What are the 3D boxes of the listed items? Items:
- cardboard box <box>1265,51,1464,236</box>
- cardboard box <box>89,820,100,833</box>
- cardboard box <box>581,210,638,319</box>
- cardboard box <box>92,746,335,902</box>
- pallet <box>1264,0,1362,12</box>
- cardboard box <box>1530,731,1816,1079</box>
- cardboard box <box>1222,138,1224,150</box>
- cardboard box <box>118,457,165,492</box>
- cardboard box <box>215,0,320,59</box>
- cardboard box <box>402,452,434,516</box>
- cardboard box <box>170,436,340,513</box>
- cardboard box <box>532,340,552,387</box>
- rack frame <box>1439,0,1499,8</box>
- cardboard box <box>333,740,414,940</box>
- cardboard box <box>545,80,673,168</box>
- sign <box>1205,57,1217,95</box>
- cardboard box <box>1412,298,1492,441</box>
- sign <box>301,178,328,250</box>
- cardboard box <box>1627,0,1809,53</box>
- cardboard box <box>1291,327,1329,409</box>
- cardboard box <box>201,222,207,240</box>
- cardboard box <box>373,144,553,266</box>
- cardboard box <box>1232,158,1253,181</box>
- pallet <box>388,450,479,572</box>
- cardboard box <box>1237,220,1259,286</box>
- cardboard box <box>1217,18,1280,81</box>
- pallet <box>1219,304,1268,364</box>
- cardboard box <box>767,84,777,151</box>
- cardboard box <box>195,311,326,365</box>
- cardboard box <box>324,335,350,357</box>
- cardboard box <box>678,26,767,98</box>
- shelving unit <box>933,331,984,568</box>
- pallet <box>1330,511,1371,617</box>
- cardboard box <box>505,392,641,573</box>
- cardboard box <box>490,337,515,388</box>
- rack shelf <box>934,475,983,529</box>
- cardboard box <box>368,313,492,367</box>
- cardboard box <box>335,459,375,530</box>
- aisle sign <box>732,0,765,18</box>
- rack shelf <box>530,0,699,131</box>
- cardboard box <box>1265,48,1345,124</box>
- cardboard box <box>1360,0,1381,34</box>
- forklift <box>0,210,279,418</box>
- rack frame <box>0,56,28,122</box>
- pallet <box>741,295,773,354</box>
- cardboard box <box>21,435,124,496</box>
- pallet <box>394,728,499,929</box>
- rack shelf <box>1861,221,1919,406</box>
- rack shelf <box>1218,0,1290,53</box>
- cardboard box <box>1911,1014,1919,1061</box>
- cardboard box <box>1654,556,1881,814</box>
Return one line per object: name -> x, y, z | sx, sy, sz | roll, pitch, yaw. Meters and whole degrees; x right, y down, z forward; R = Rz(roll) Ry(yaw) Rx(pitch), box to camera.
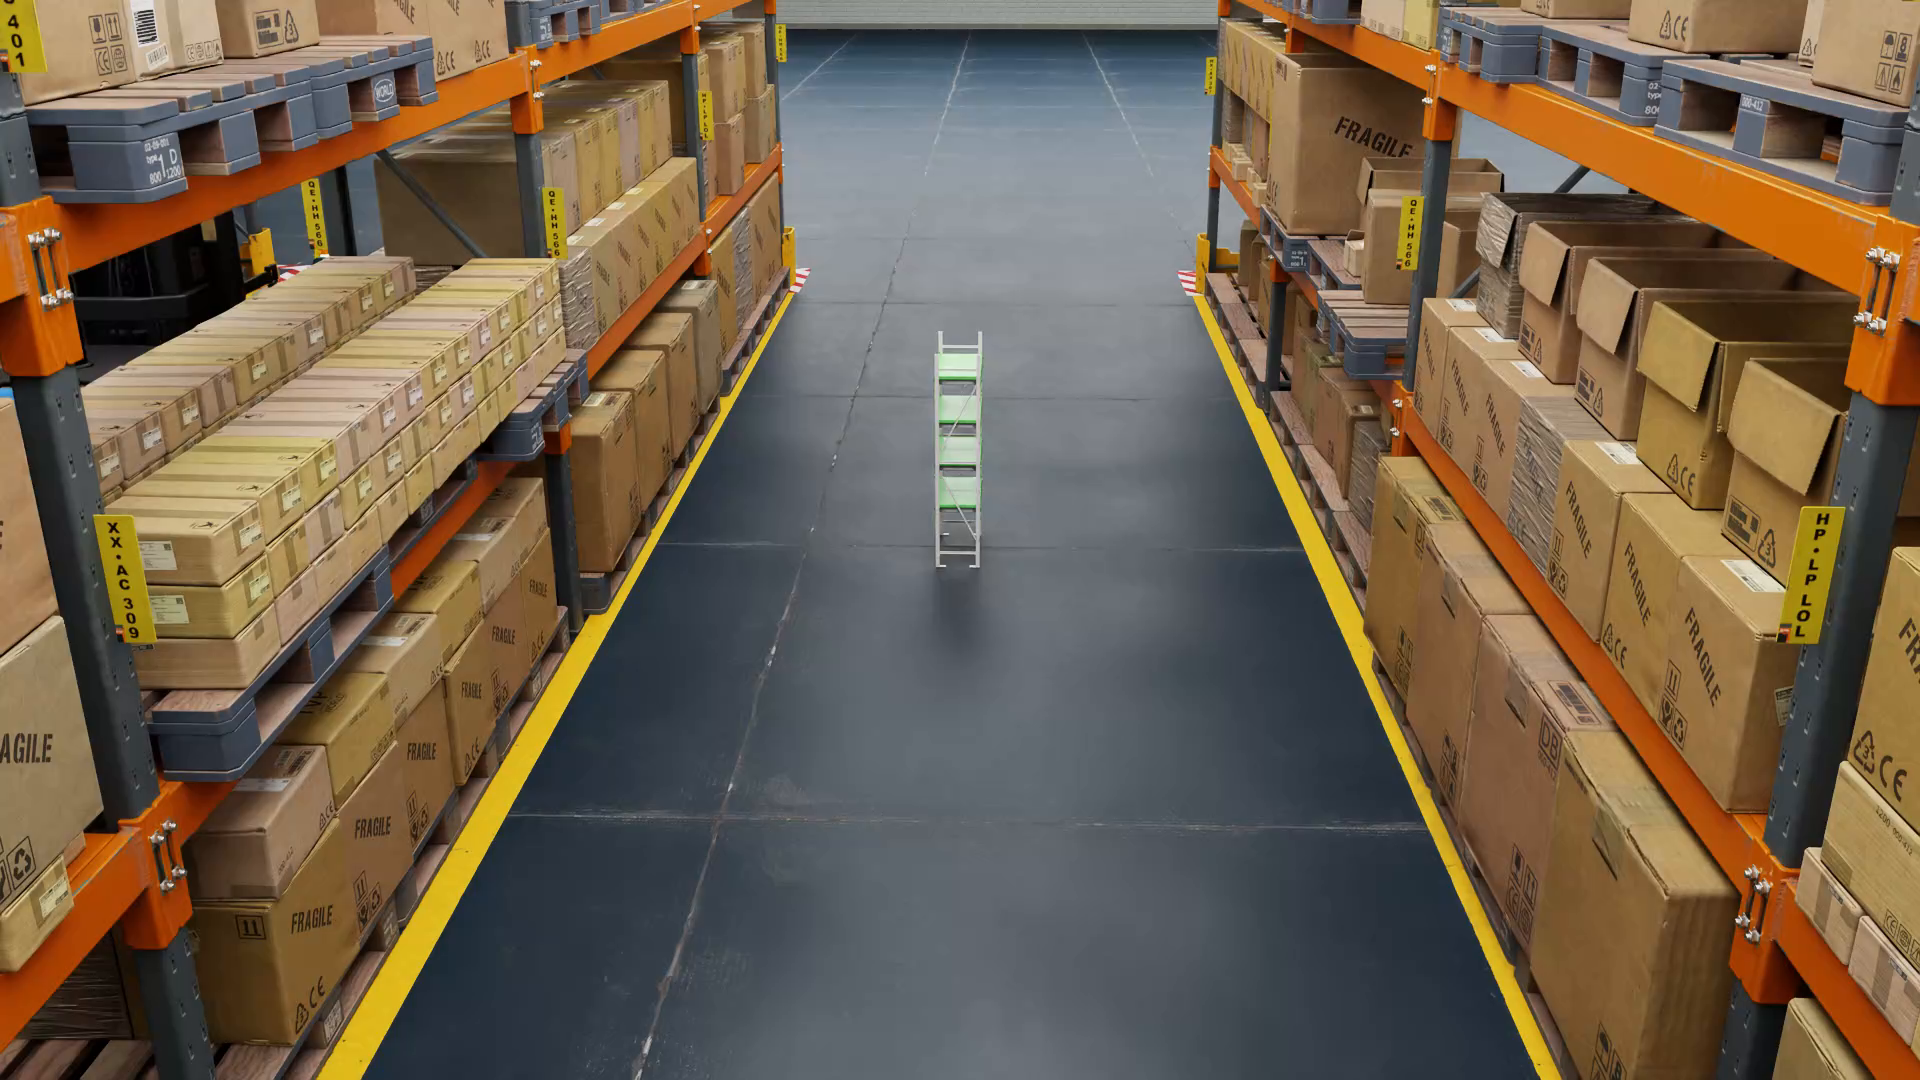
cardboard box -> 2.509, -2.497, 10.407 | 1.000, 1.000, 1.000 | 1, 21, 2
cardboard box -> -2.755, 0.842, 5.050 | 0.500, 0.250, 0.500 | 0, 21, 0
cardboard box -> -2.091, -1.524, 9.172 | 0.500, 0.500, 0.500 | 1, 21, 2
cardboard box -> -2.238, 0.850, 5.029 | 0.500, 0.250, 0.500 | 0, 21, -1
pallet -> 2.548, -3.396, 10.247 | 1.213, 0.211, 1.003 | 1, 21, 2
cardboard box -> 2.429, 1.149, 4.778 | 1.225, 0.875, 0.875 | 1, 21, 2
cardboard box -> 2.548, -3.536, 14.842 | 0.380, 0.149, 0.250 | 1, 21, 2
cardboard box -> -2.689, -0.153, 5.131 | 0.380, 0.149, 0.250 | 0, 21, 0
cardboard box -> -2.347, -1.705, 4.906 | 0.797, 0.503, 0.637 | 0, 21, 1
cardboard box -> -2.019, -0.194, 5.648 | 0.380, 0.149, 0.250 | 0, 21, 1
cardboard box -> -2.040, -0.192, 4.822 | 0.380, 0.149, 0.250 | 1, 21, 2
cardboard box -> -1.968, -0.757, 7.101 | 0.380, 0.149, 0.250 | 1, 21, 1
rack frame -> 2.551, -3.657, 6.515 | 1.000, 3.000, 0.127 | 1, 21, 2
cardboard box -> -2.223, 1.009, 5.658 | 0.500, 0.500, 0.500 | 2, 21, 4
cardboard box -> -2.291, -2.731, 10.901 | 0.700, 0.500, 0.500 | 0, 21, 1
sign -> 2.252, -4.163, 14.914 | 0.100, 0.325, 0.005 | 1, 21, 2
cardboard box -> 2.265, -0.735, 7.137 | 0.500, 0.500, 0.500 | 1, 21, 3
sign -> -2.958, -1.496, 7.638 | 0.100, 0.325, 0.005 | 1, 21, 2
cardboard box -> 2.511, -1.764, 5.059 | 0.797, 0.503, 0.637 | 0, 21, 1
cardboard box -> 2.633, -1.125, 11.129 | 0.700, 0.500, 0.500 | -1, 21, -3
cardboard box -> -6.887, -2.644, 14.382 | 0.500, 0.500, 0.500 | 1, 21, 4
cardboard box -> -2.380, -1.627, 8.054 | 0.700, 0.500, 0.500 | 1, 21, 1
cardboard box -> 2.405, -2.994, 13.447 | 0.380, 0.149, 0.250 | 1, 21, 2
pallet -> -2.423, -0.146, 6.024 | 1.003, 0.211, 1.213 | 1, 21, 2
cardboard box -> 2.759, -2.558, 14.850 | 0.500, 0.500, 0.500 | 5, 22, 12
cardboard box -> 2.506, -4.209, 14.298 | 0.500, 0.500, 0.500 | 1, 21, 2
pallet -> 2.692, -1.692, 13.599 | 1.003, 0.211, 1.213 | 1, 21, 2
cardboard box -> -2.126, -3.780, 14.916 | 0.875, 0.550, 0.550 | 1, 21, 2
cardboard box -> -2.643, -0.763, 6.294 | 0.380, 0.149, 0.250 | 2, 21, 4
cardboard box -> -2.637, -0.711, 6.569 | 0.380, 0.149, 0.250 | 1, 21, 2
cardboard box -> -2.134, -4.084, 14.208 | 0.875, 0.550, 0.550 | 1, 21, 2
shelving unit -> -0.005, -0.500, 9.158 | 0.258, 1.200, 0.503 | 1, 21, 2
pallet -> 2.577, 0.157, 8.833 | 1.003, 0.211, 1.213 | 1, 21, 2
cardboard box -> -2.295, -0.318, 8.731 | 1.050, 0.750, 0.750 | 0, 21, 1
cardboard box -> -1.983, -0.703, 6.550 | 0.380, 0.149, 0.250 | 1, 21, 2
rack shelf -> -0.005, -0.216, 9.268 | 0.258, 0.148, 0.480 | 1, 21, 2
cardboard box -> -1.995, -0.756, 6.276 | 0.380, 0.149, 0.250 | 1, 21, 2
cardboard box -> -2.033, -0.141, 5.102 | 0.380, 0.149, 0.250 | 0, 21, -1
aisle sign -> -1.858, -5.079, 14.877 | 0.394, 0.787, 0.004 | 1, 21, 2
rack shelf -> -2.342, -2.738, 9.286 | 1.077, 0.370, 4.000 | 1, 21, 2
cardboard box -> 2.412, -3.124, 11.502 | 0.500, 0.500, 0.500 | 1, 21, 2
cardboard box -> 2.340, -2.725, 8.465 | 0.500, 0.250, 0.500 | 1, 21, 3
forklift -> -4.669, -1.667, 9.773 | 1.130, 2.935, 3.031 | 1, 21, 2
rack frame -> -2.525, -2.302, 3.023 | 1.000, 3.000, 0.127 | 1, 21, 2
pallet -> -2.146, -1.814, 13.913 | 1.003, 0.211, 1.213 | 1, 21, 2
cardboard box -> -2.691, -0.199, 4.840 | 0.380, 0.149, 0.250 | 0, 21, 0
pallet -> -2.468, 1.071, 6.478 | 1.003, 0.211, 1.213 | 1, 21, 2
rack shelf -> 2.369, 0.246, 1.597 | 1.077, 0.370, 4.000 | 1, 21, 2
rack shelf -> 2.734, -4.093, 12.779 | 1.077, 0.370, 4.000 | 1, 21, 2
cardboard box -> 2.073, 0.996, 3.162 | 0.380, 0.149, 0.250 | 1, 21, 3
cardboard box -> 2.171, 0.367, 4.298 | 0.500, 0.500, 0.500 | 1, 21, 2
